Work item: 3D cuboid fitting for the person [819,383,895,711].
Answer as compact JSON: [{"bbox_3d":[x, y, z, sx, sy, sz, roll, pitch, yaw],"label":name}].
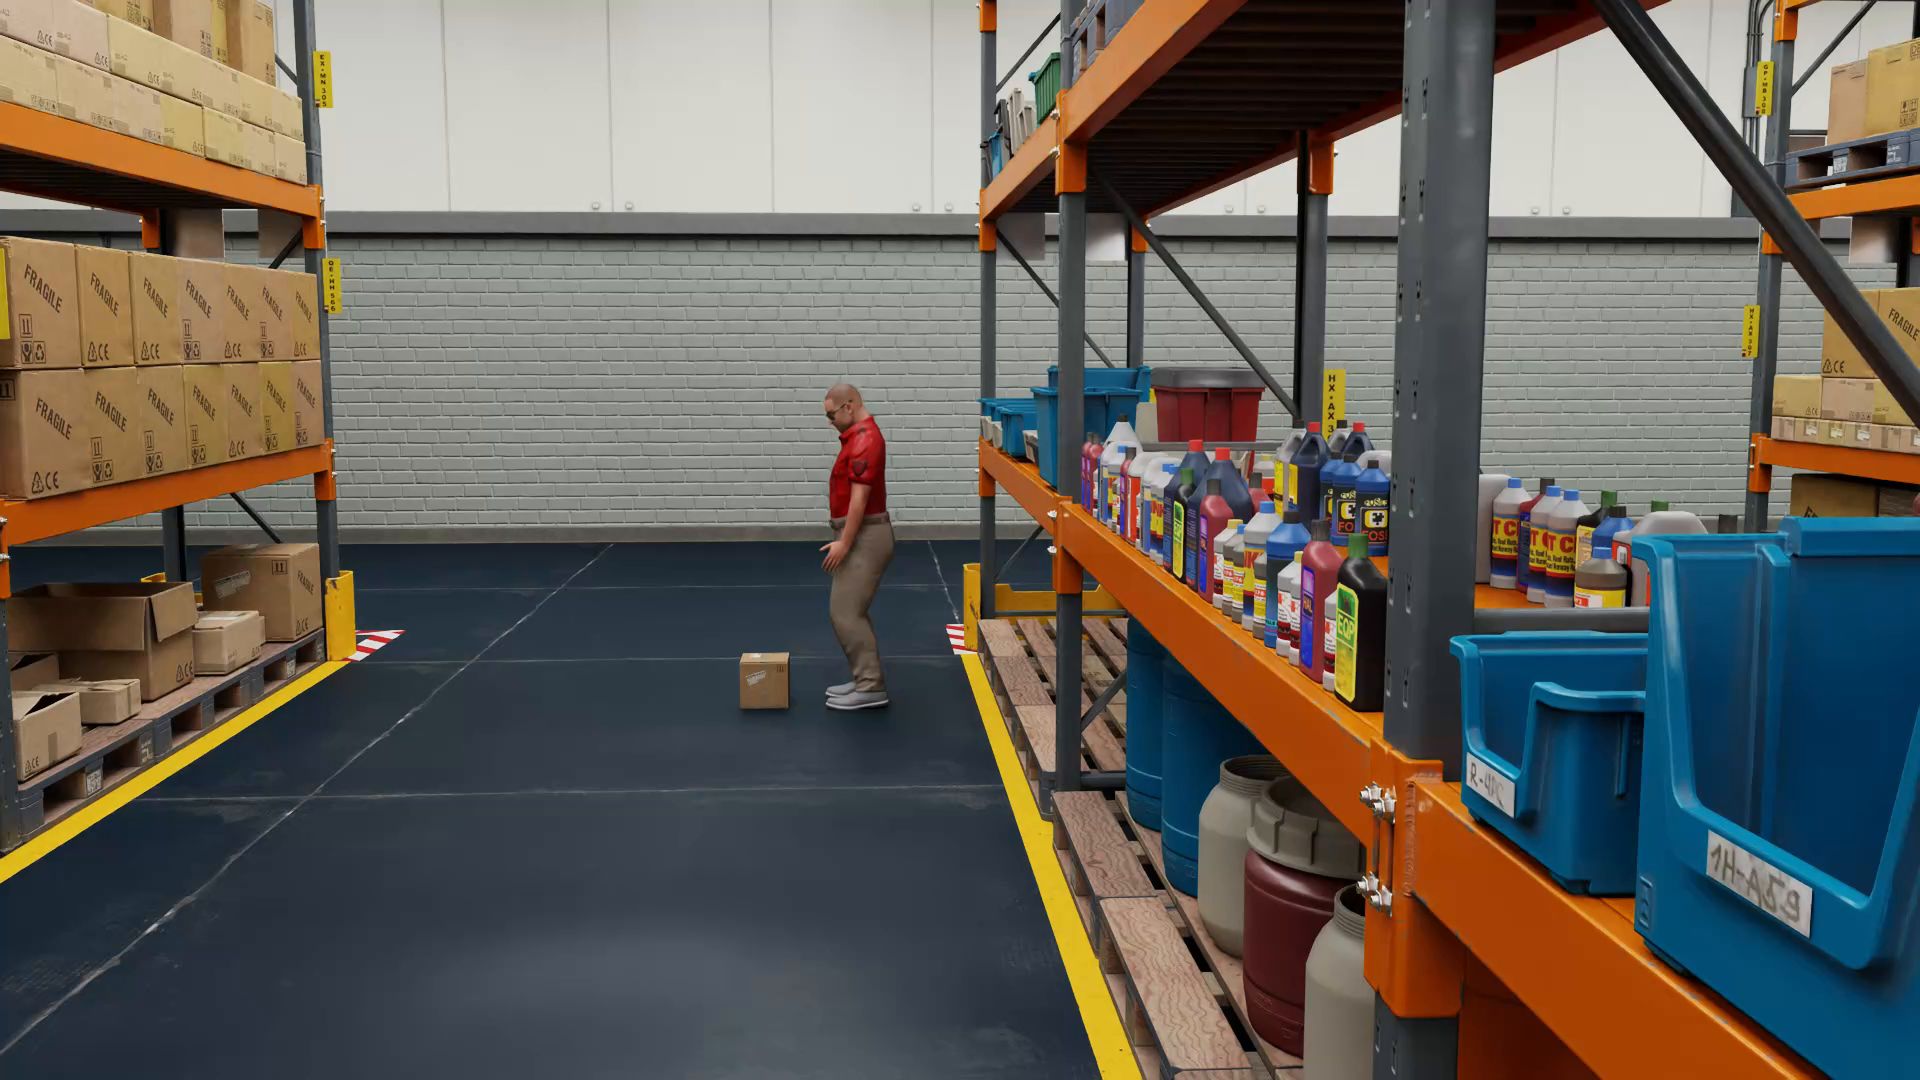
[{"bbox_3d":[-0.536,0.030,8.735,0.389,1.700,0.547,0,7,-2],"label":"person"}]
